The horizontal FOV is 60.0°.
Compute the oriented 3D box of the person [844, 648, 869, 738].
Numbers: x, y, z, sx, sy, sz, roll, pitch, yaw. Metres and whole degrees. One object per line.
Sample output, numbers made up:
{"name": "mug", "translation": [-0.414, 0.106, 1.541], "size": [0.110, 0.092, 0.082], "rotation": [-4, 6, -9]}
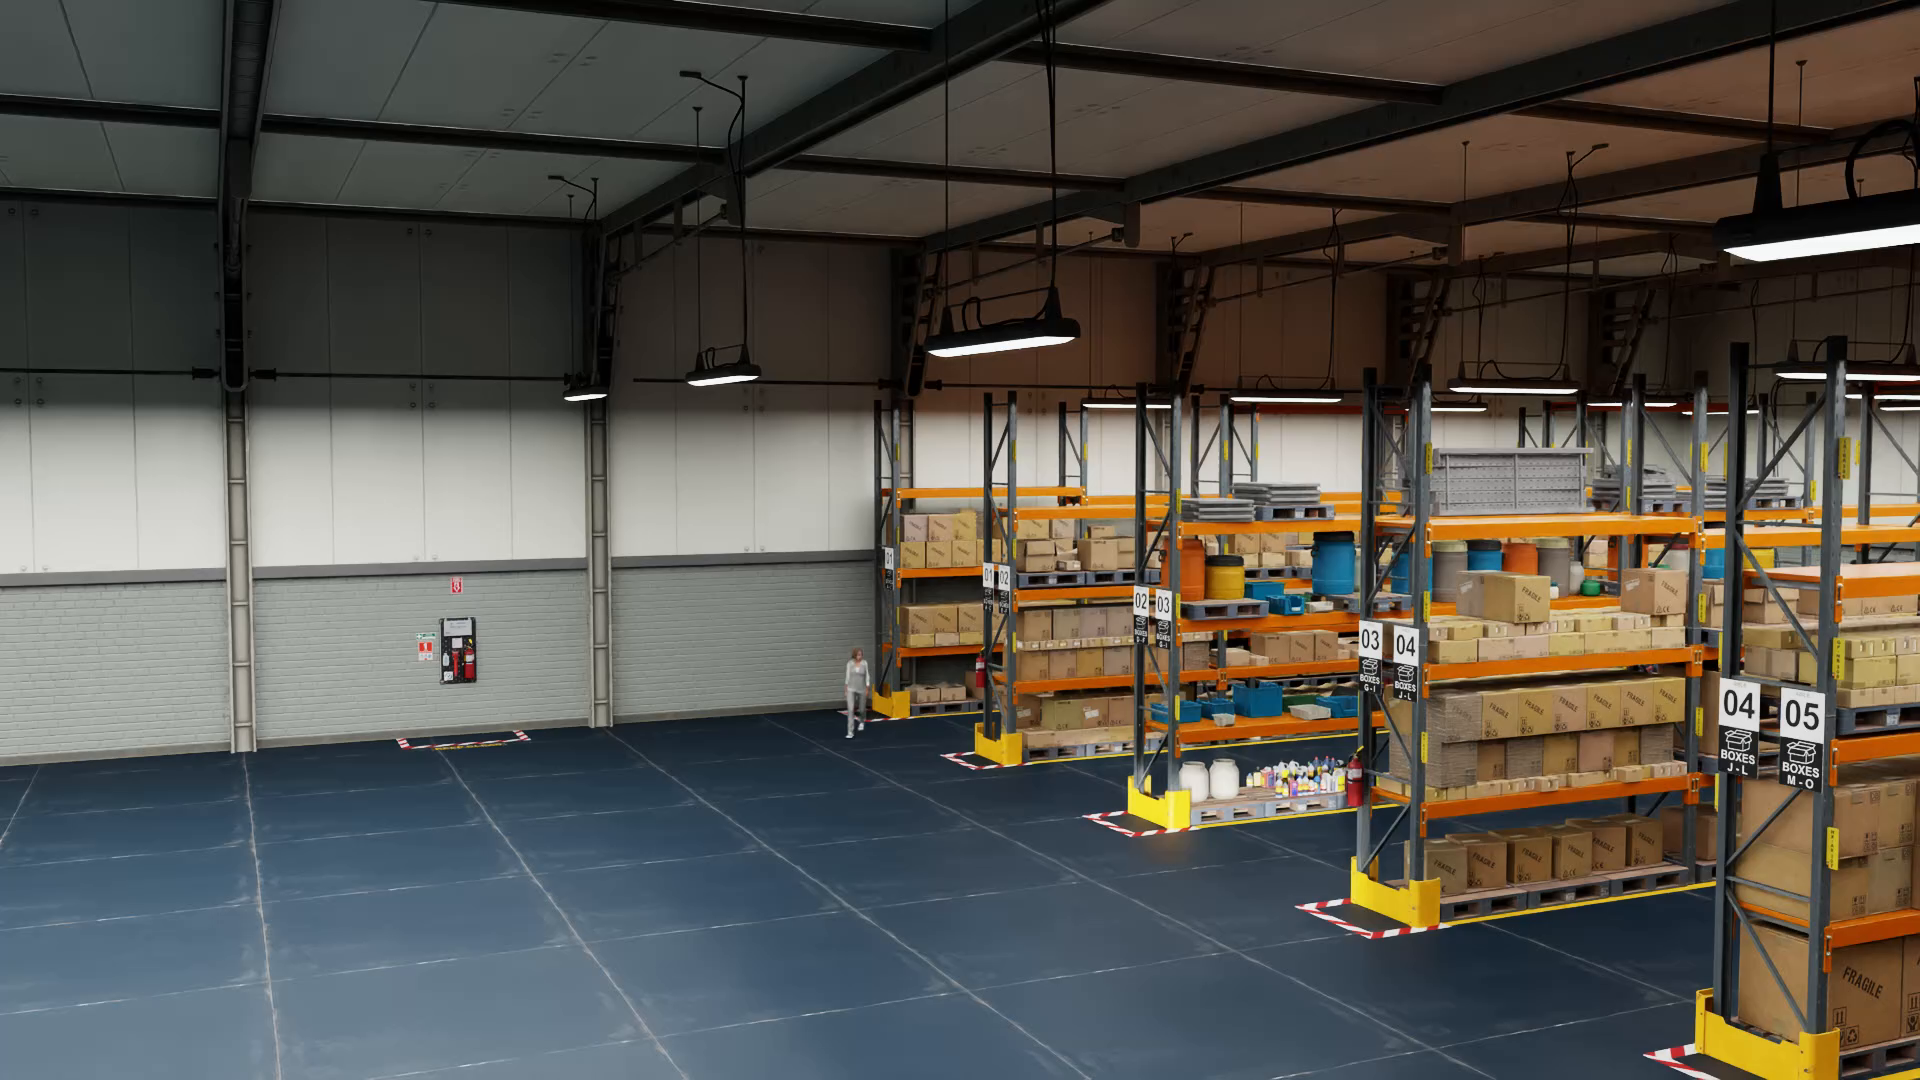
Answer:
{"name": "person", "translation": [-1.822, 2.669, 29.400], "size": [0.445, 1.563, 0.792], "rotation": [0, 3, -6]}
